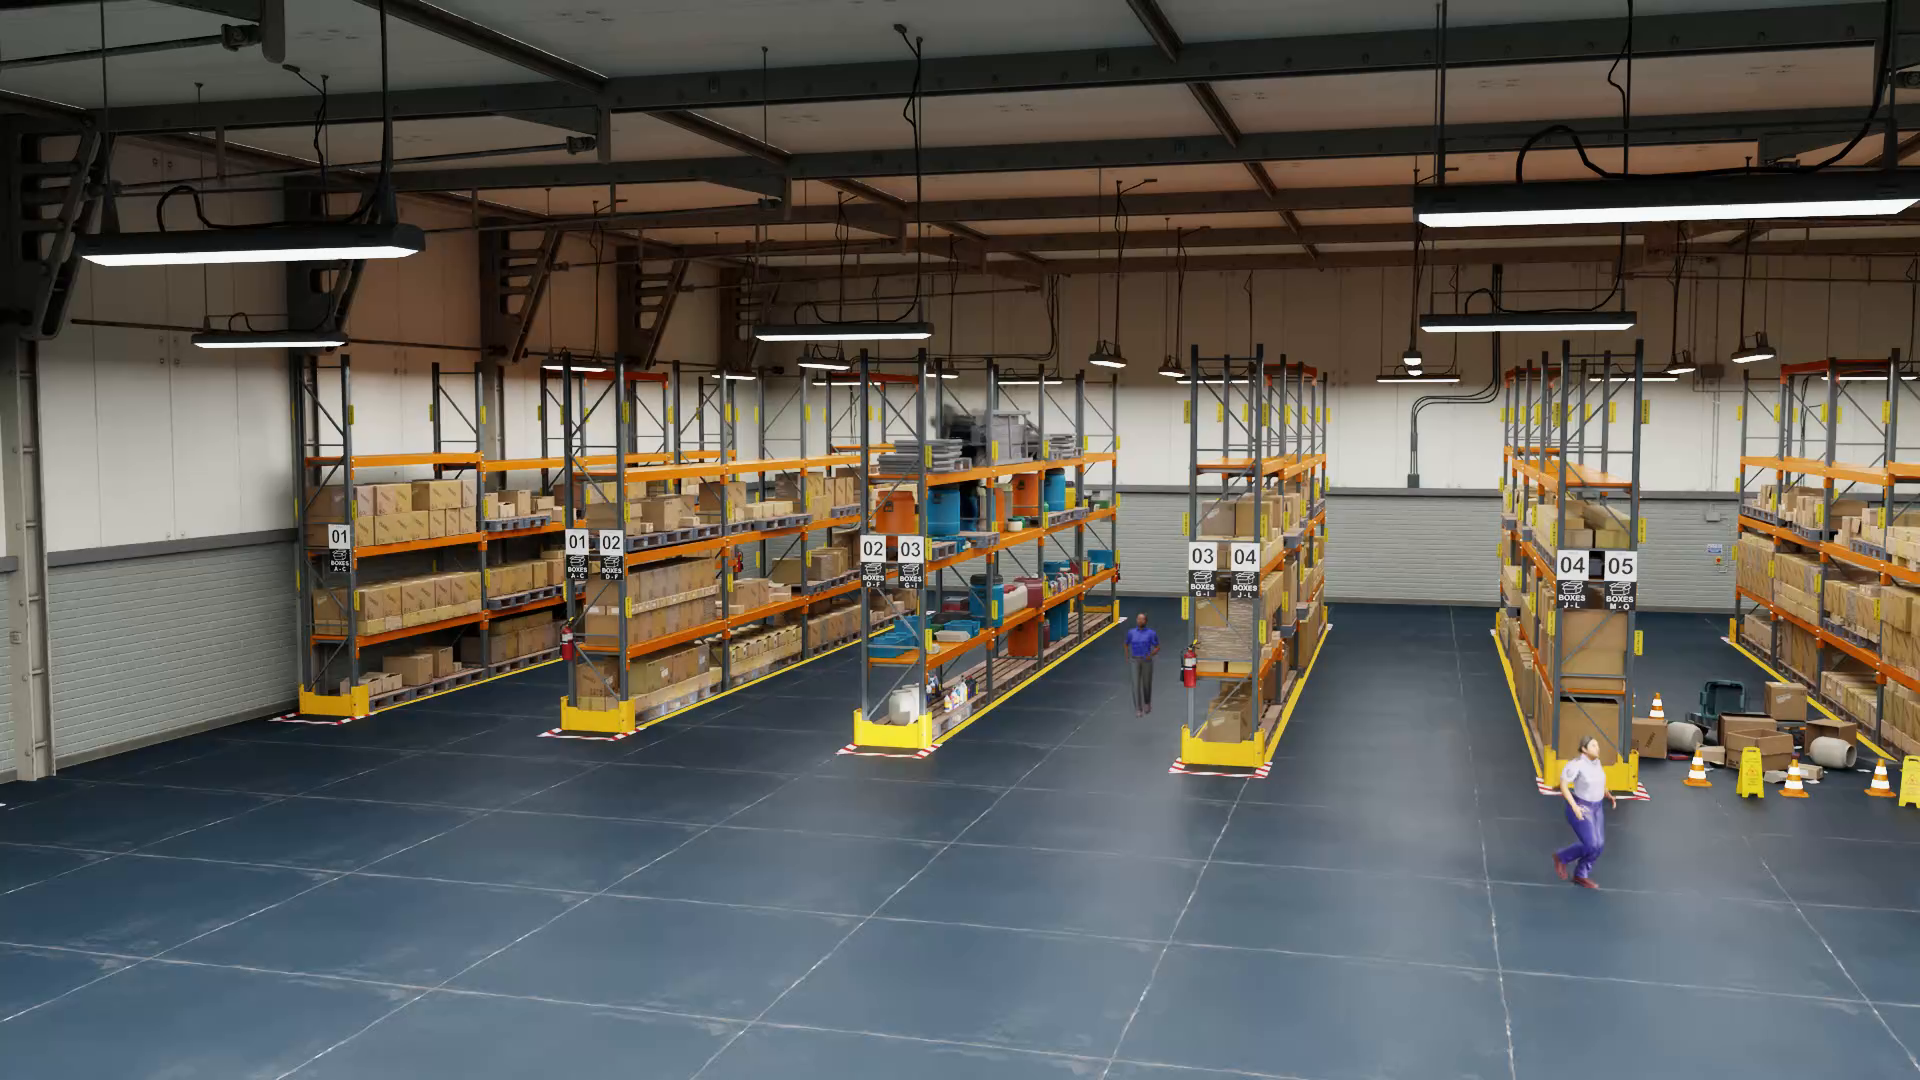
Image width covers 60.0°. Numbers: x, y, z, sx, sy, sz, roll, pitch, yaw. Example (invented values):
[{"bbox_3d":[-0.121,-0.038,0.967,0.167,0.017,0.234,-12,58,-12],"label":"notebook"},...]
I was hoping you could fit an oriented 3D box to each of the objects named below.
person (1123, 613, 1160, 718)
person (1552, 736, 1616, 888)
[{"bbox_3d":[2.832,1.948,26.070,0.580,1.621,0.619,1,4,12],"label":"person"},{"bbox_3d":[6.655,2.879,17.709,0.621,1.618,0.549,-3,5,-36],"label":"person"}]
